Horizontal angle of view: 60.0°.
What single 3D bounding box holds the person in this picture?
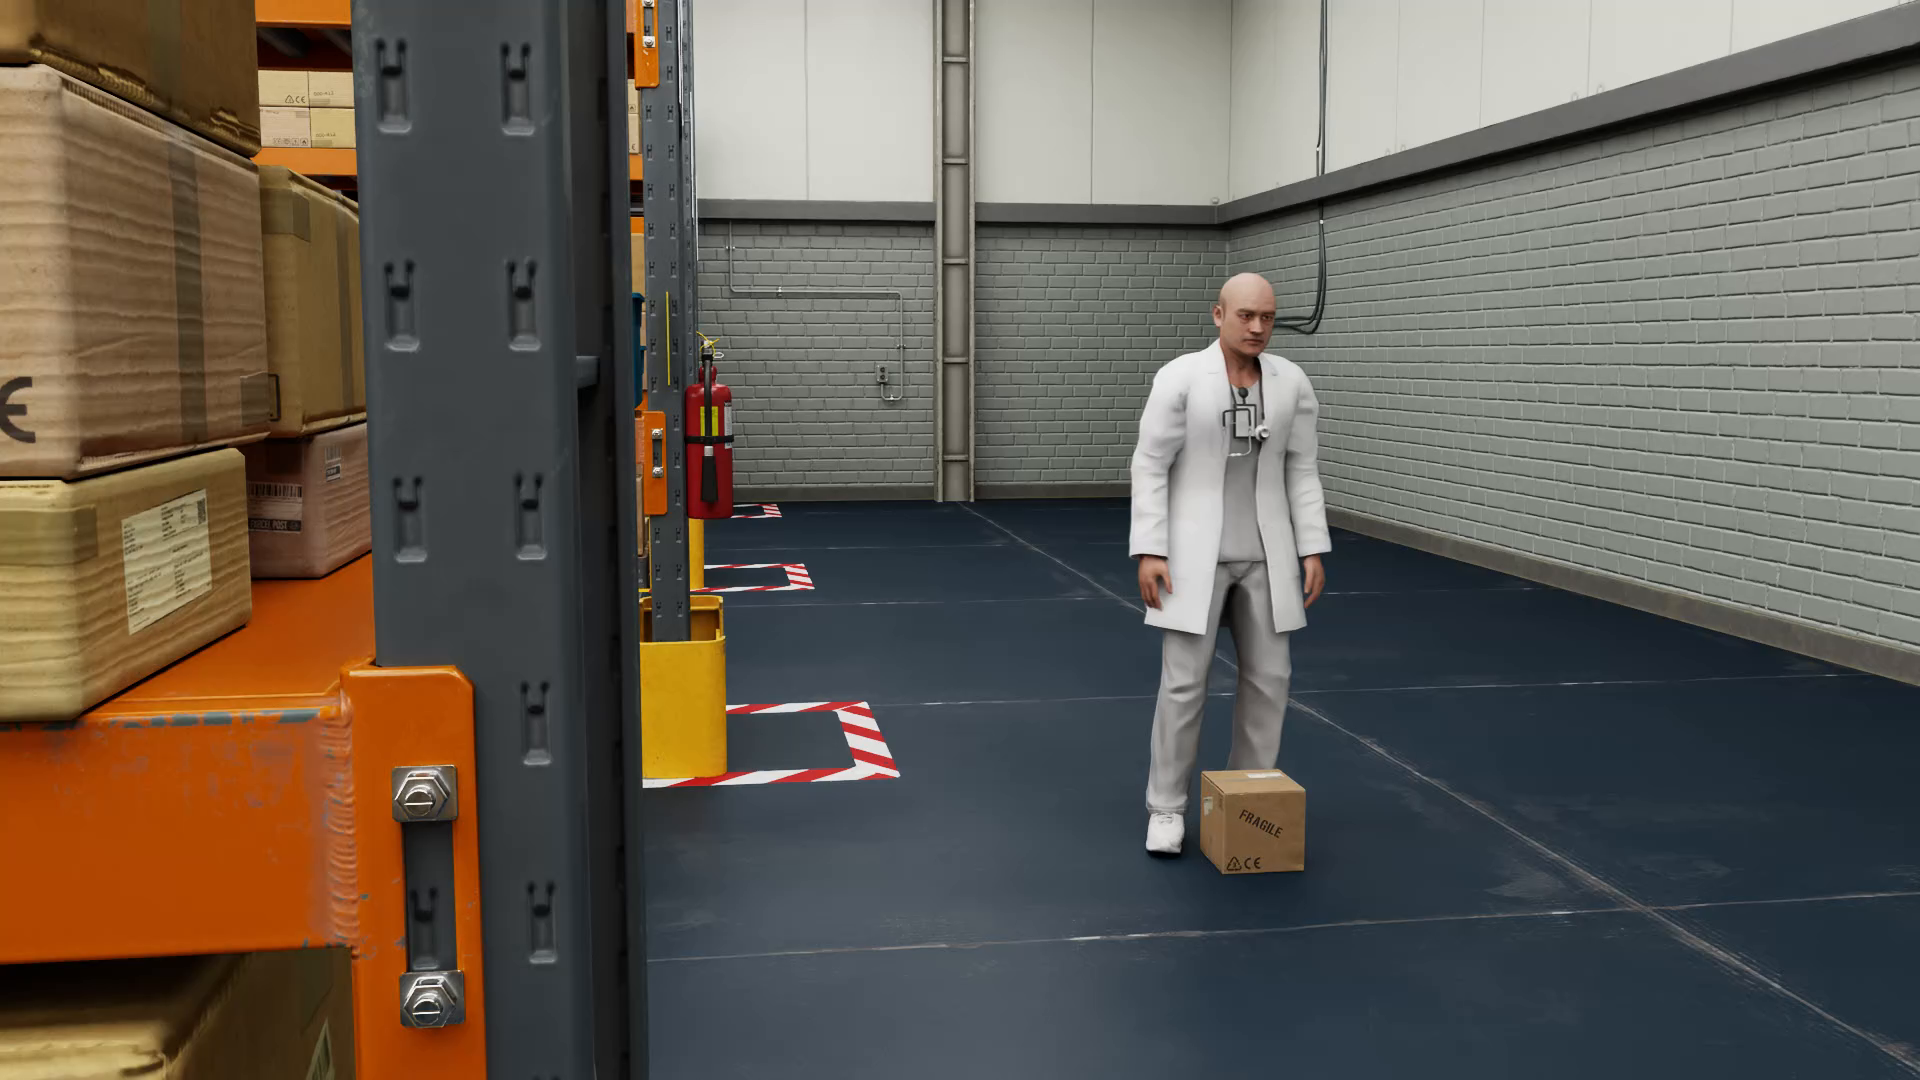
[{"bbox_3d":[0.843,0.065,5.193,0.654,1.774,0.415,-1,6,-10],"label":"person"}]
